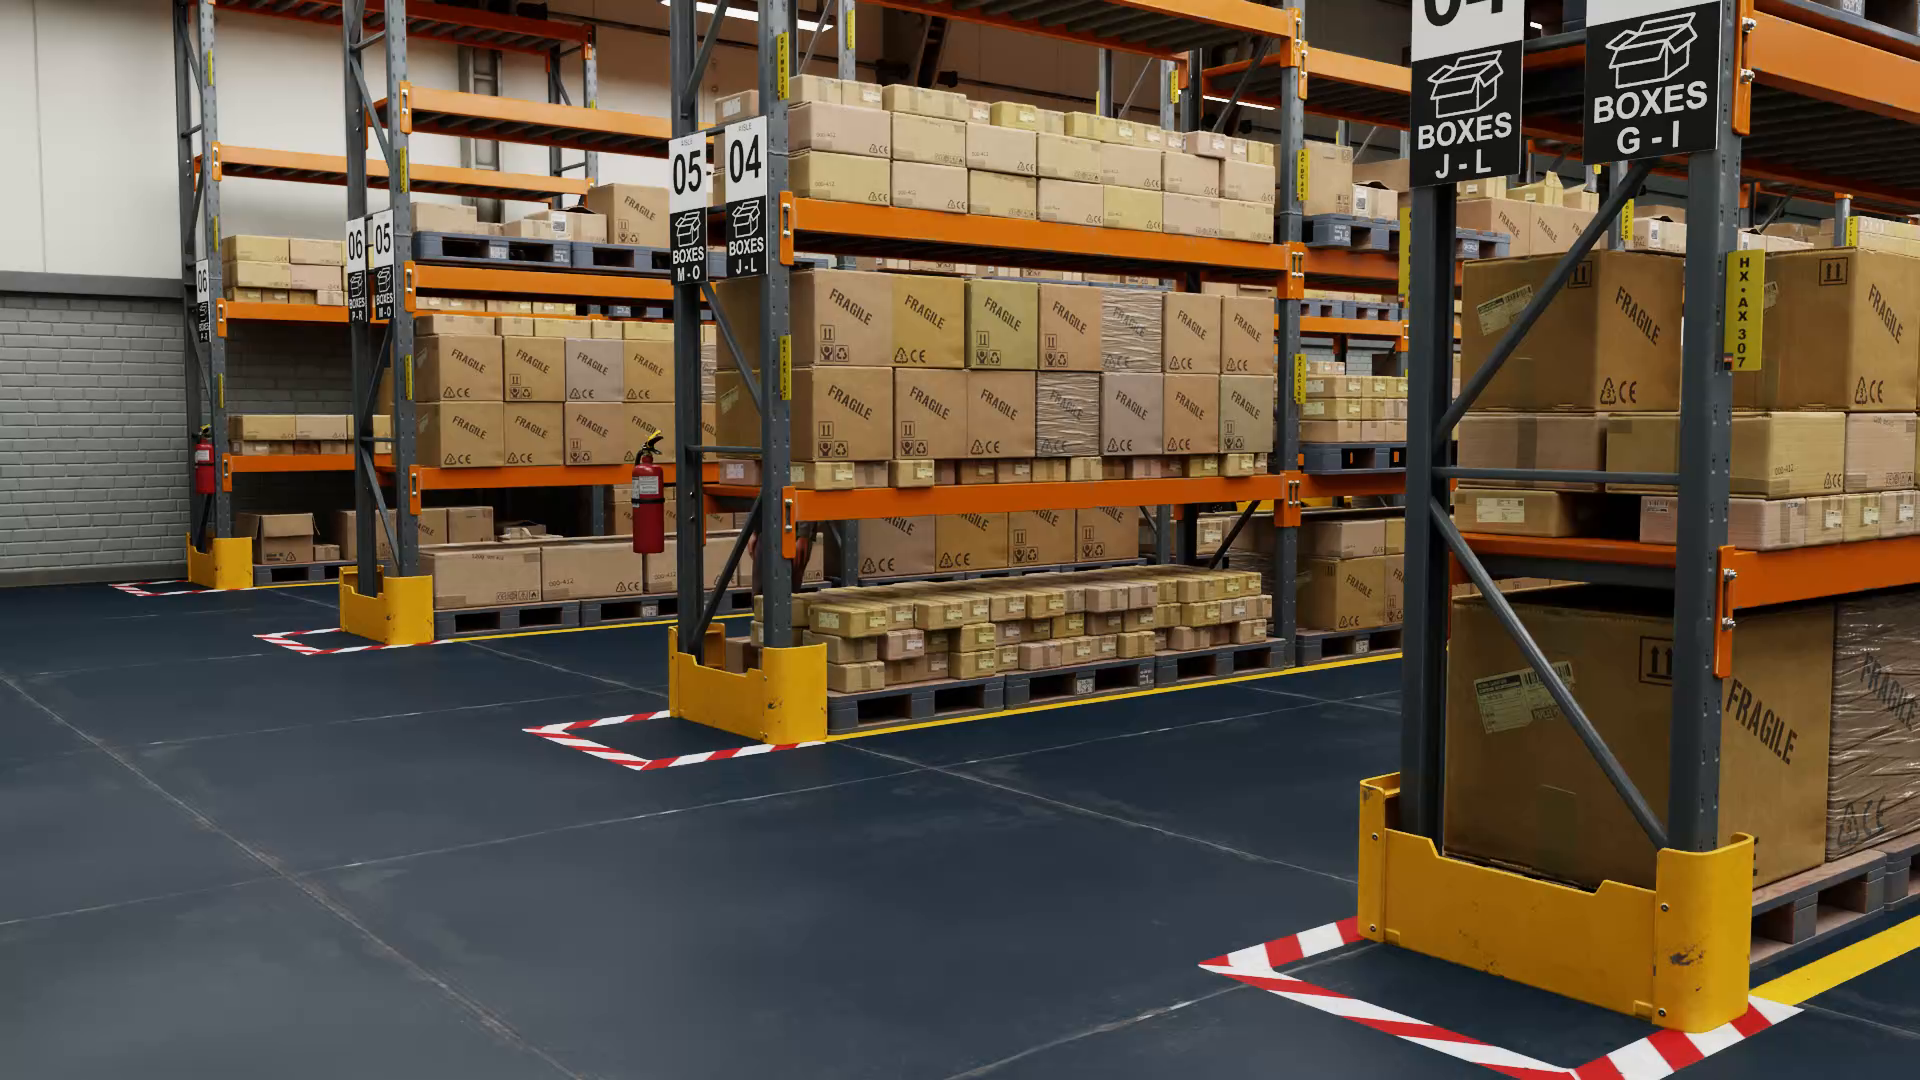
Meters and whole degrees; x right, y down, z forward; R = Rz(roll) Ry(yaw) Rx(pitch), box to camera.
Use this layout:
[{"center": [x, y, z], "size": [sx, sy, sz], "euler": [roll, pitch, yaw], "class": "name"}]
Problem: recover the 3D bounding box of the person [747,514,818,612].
[{"center": [-1.165, 0.019, 10.898], "size": [0.424, 1.720, 0.589], "euler": [-4, 6, -43], "class": "person"}]
